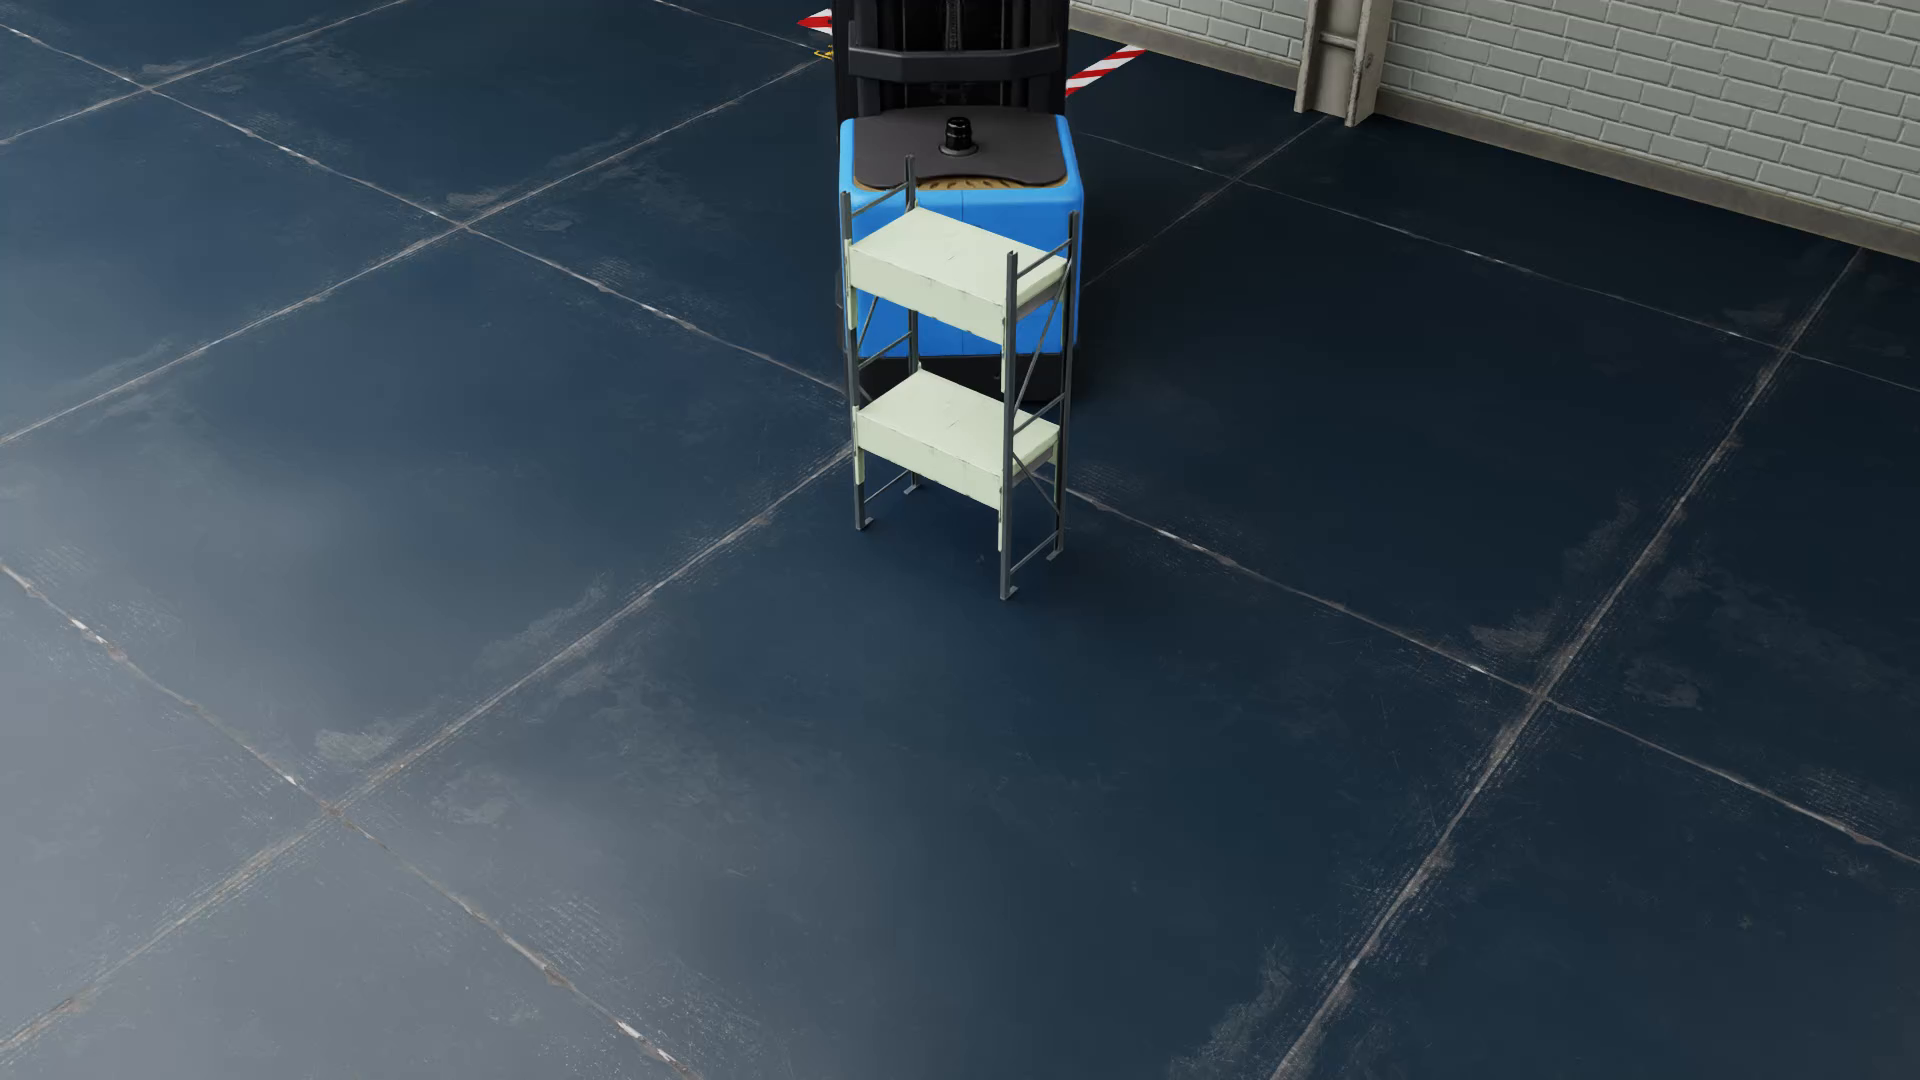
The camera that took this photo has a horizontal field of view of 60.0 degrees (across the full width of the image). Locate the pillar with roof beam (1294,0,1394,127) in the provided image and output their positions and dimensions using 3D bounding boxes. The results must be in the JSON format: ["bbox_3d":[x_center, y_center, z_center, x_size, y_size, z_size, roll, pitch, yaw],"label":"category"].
[{"bbox_3d":[-0.346,-4.038,4.608,0.400,9.000,9.100,25,45,29],"label":"pillar with roof beam"}]

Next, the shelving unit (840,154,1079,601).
[{"bbox_3d":[-0.005,-0.593,6.291,0.755,1.500,0.431,25,45,29],"label":"shelving unit"}]

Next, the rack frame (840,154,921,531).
[{"bbox_3d":[-0.296,-0.730,6.466,0.023,1.500,0.400,25,45,29],"label":"rack frame"}]

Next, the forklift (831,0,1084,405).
[{"bbox_3d":[-0.057,-2.642,7.747,1.130,2.935,3.031,-2,38,-2],"label":"forklift"}]

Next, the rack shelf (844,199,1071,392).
[{"bbox_3d":[-0.005,-0.900,6.050,0.720,0.370,0.431,25,45,29],"label":"rack shelf"}]

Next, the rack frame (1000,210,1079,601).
[{"bbox_3d":[0.285,-0.456,6.116,0.023,1.500,0.400,25,45,29],"label":"rack frame"}]

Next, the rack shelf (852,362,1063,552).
[{"bbox_3d":[-0.005,-0.336,6.492,0.720,0.370,0.431,25,45,29],"label":"rack shelf"}]
